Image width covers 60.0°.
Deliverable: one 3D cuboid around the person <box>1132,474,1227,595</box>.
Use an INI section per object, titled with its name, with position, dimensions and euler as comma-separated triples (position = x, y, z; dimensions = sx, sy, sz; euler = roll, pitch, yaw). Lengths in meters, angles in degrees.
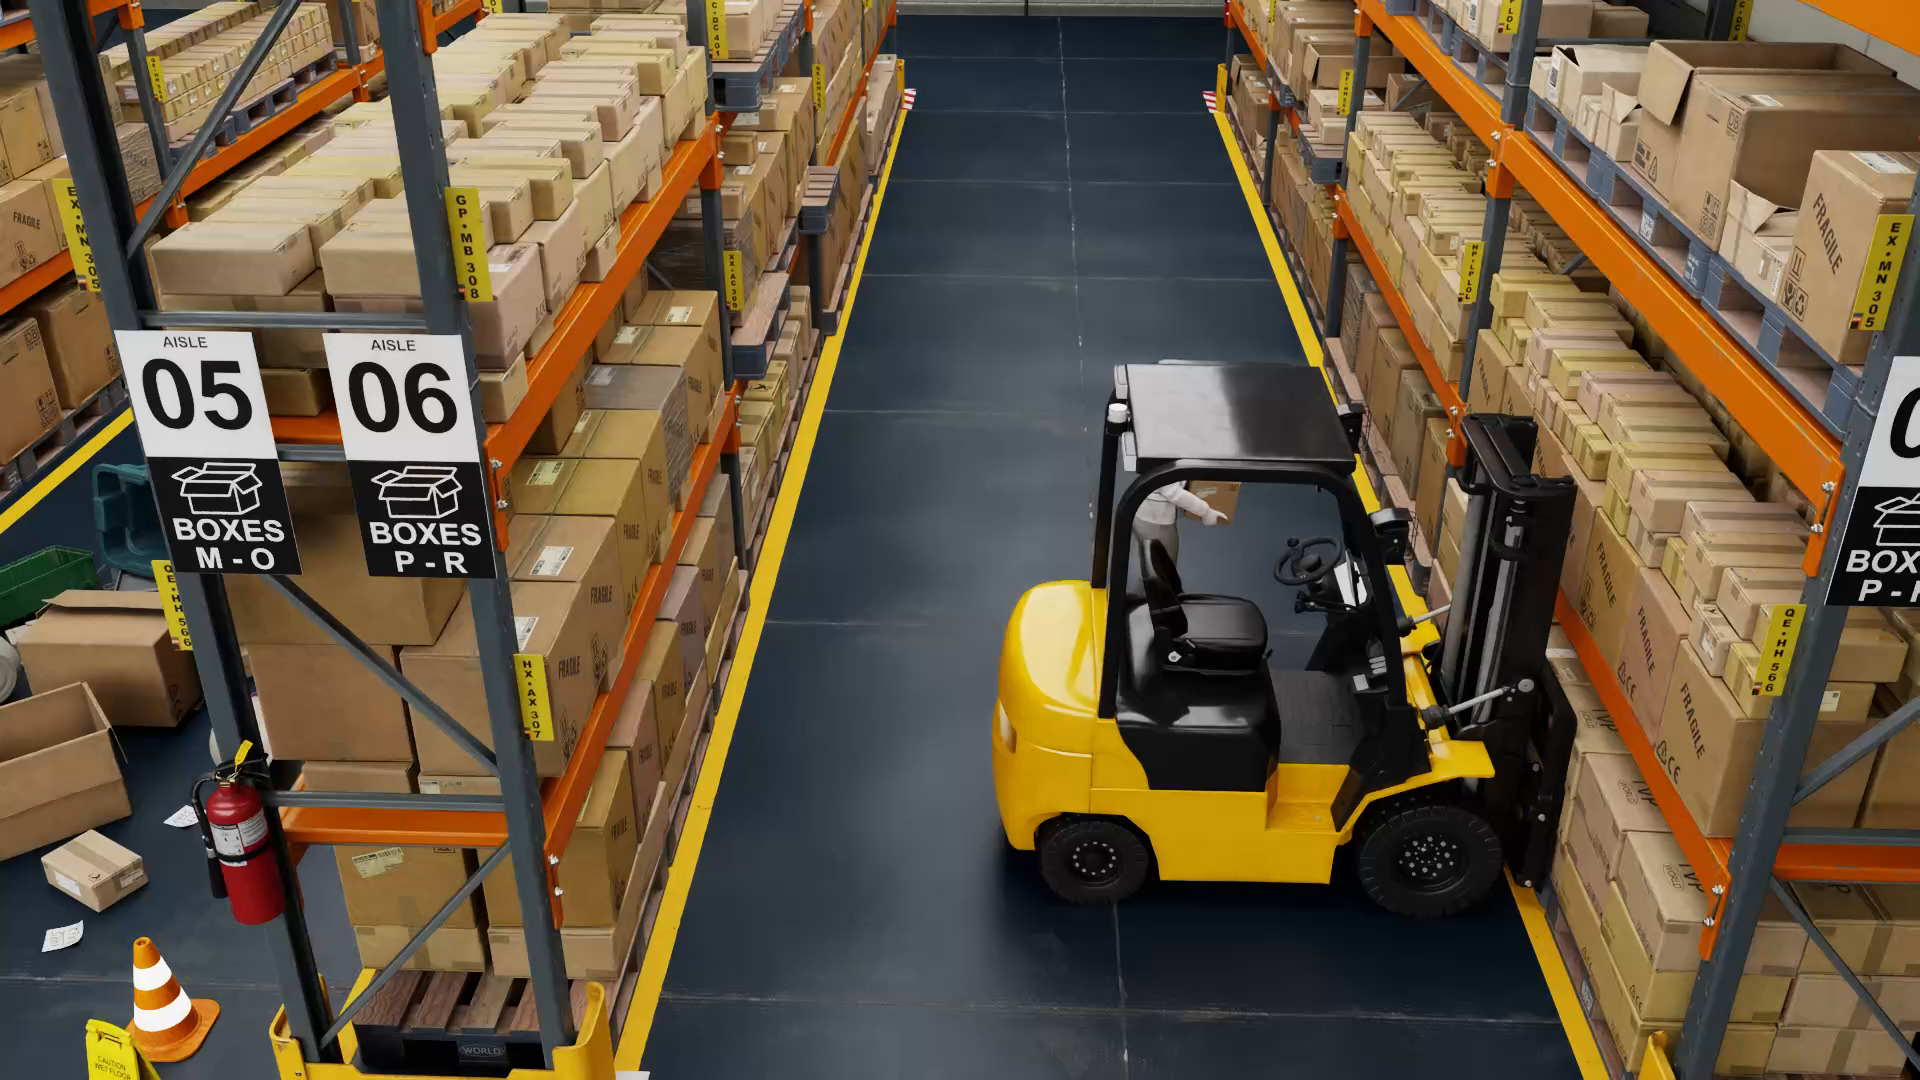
[person]
position = 1.121, -0.124, 8.830
dimensions = 0.560, 1.686, 0.459
euler = 2, 28, 3
